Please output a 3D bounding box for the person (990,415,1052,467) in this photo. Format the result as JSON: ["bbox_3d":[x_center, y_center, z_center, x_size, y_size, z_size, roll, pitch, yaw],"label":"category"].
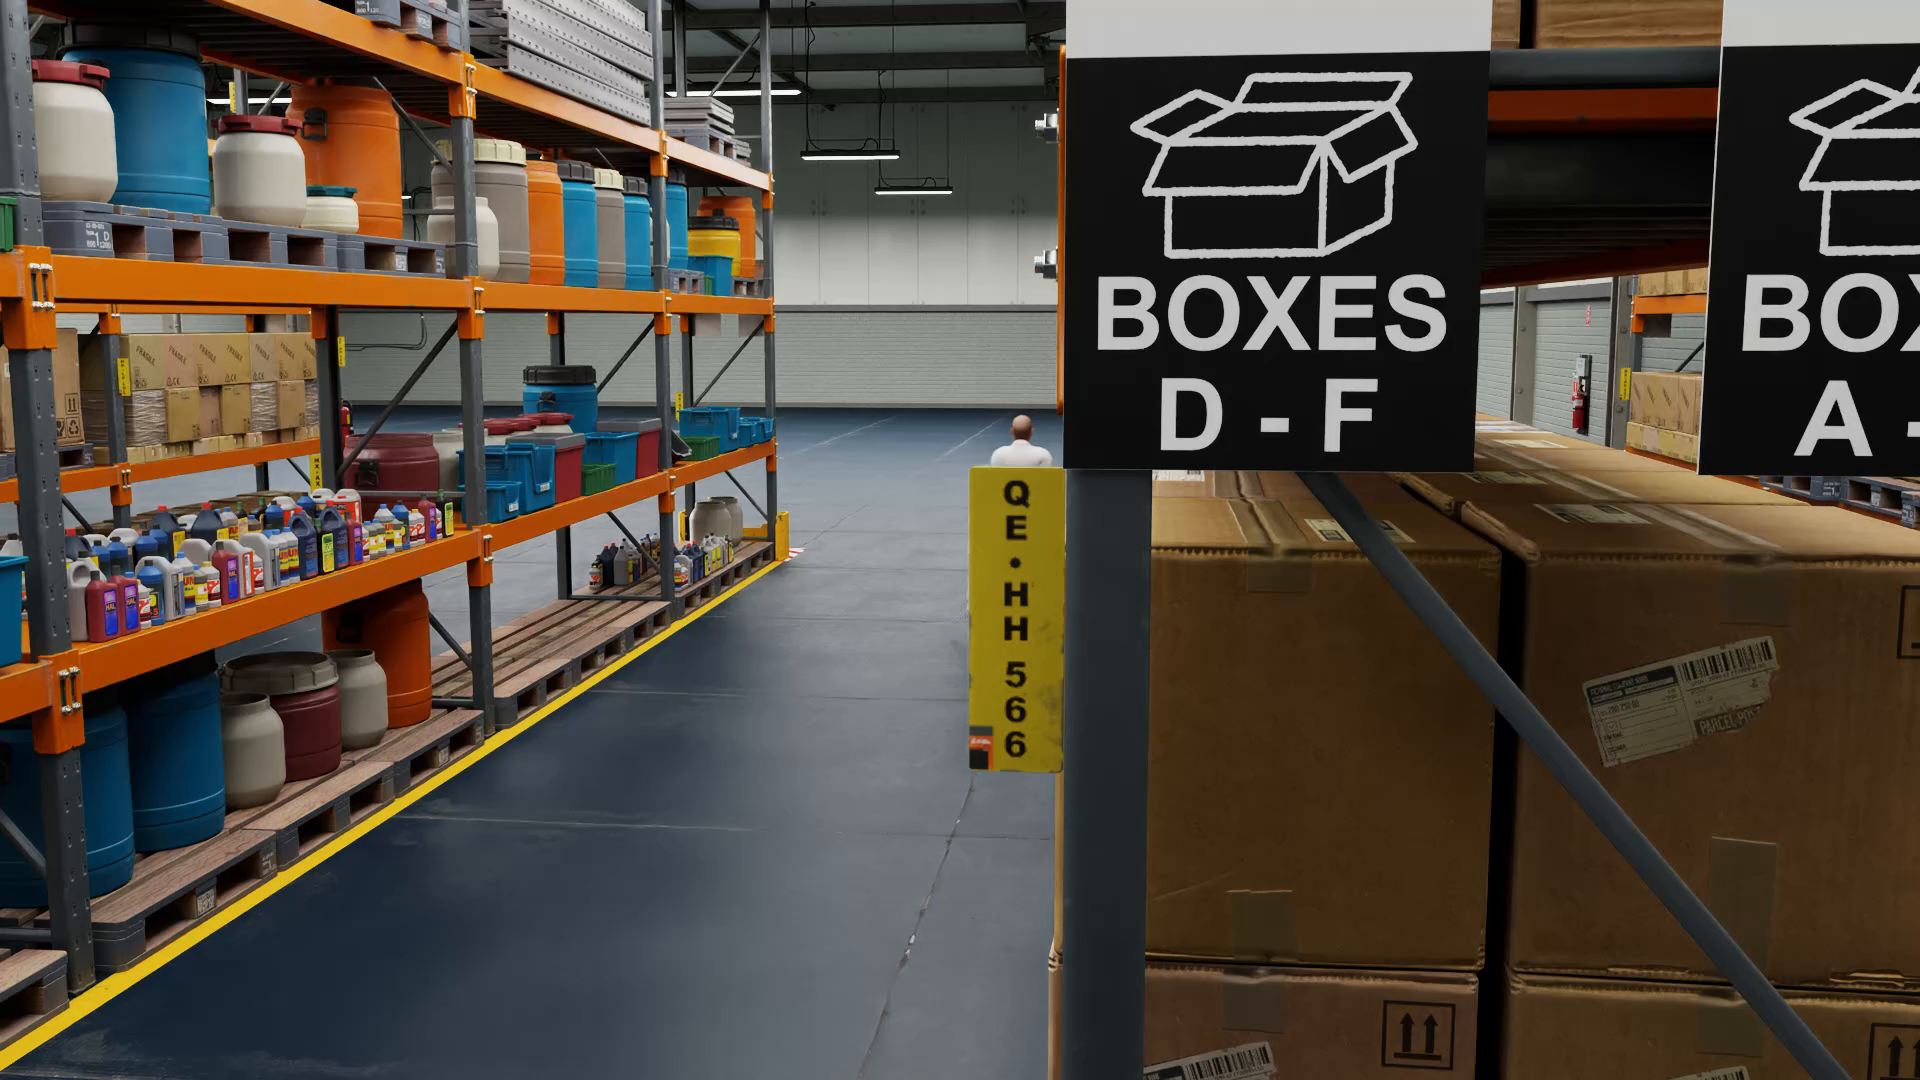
[{"bbox_3d":[0.529,-0.065,14.267,0.571,1.569,0.533,1,8,9],"label":"person"}]
